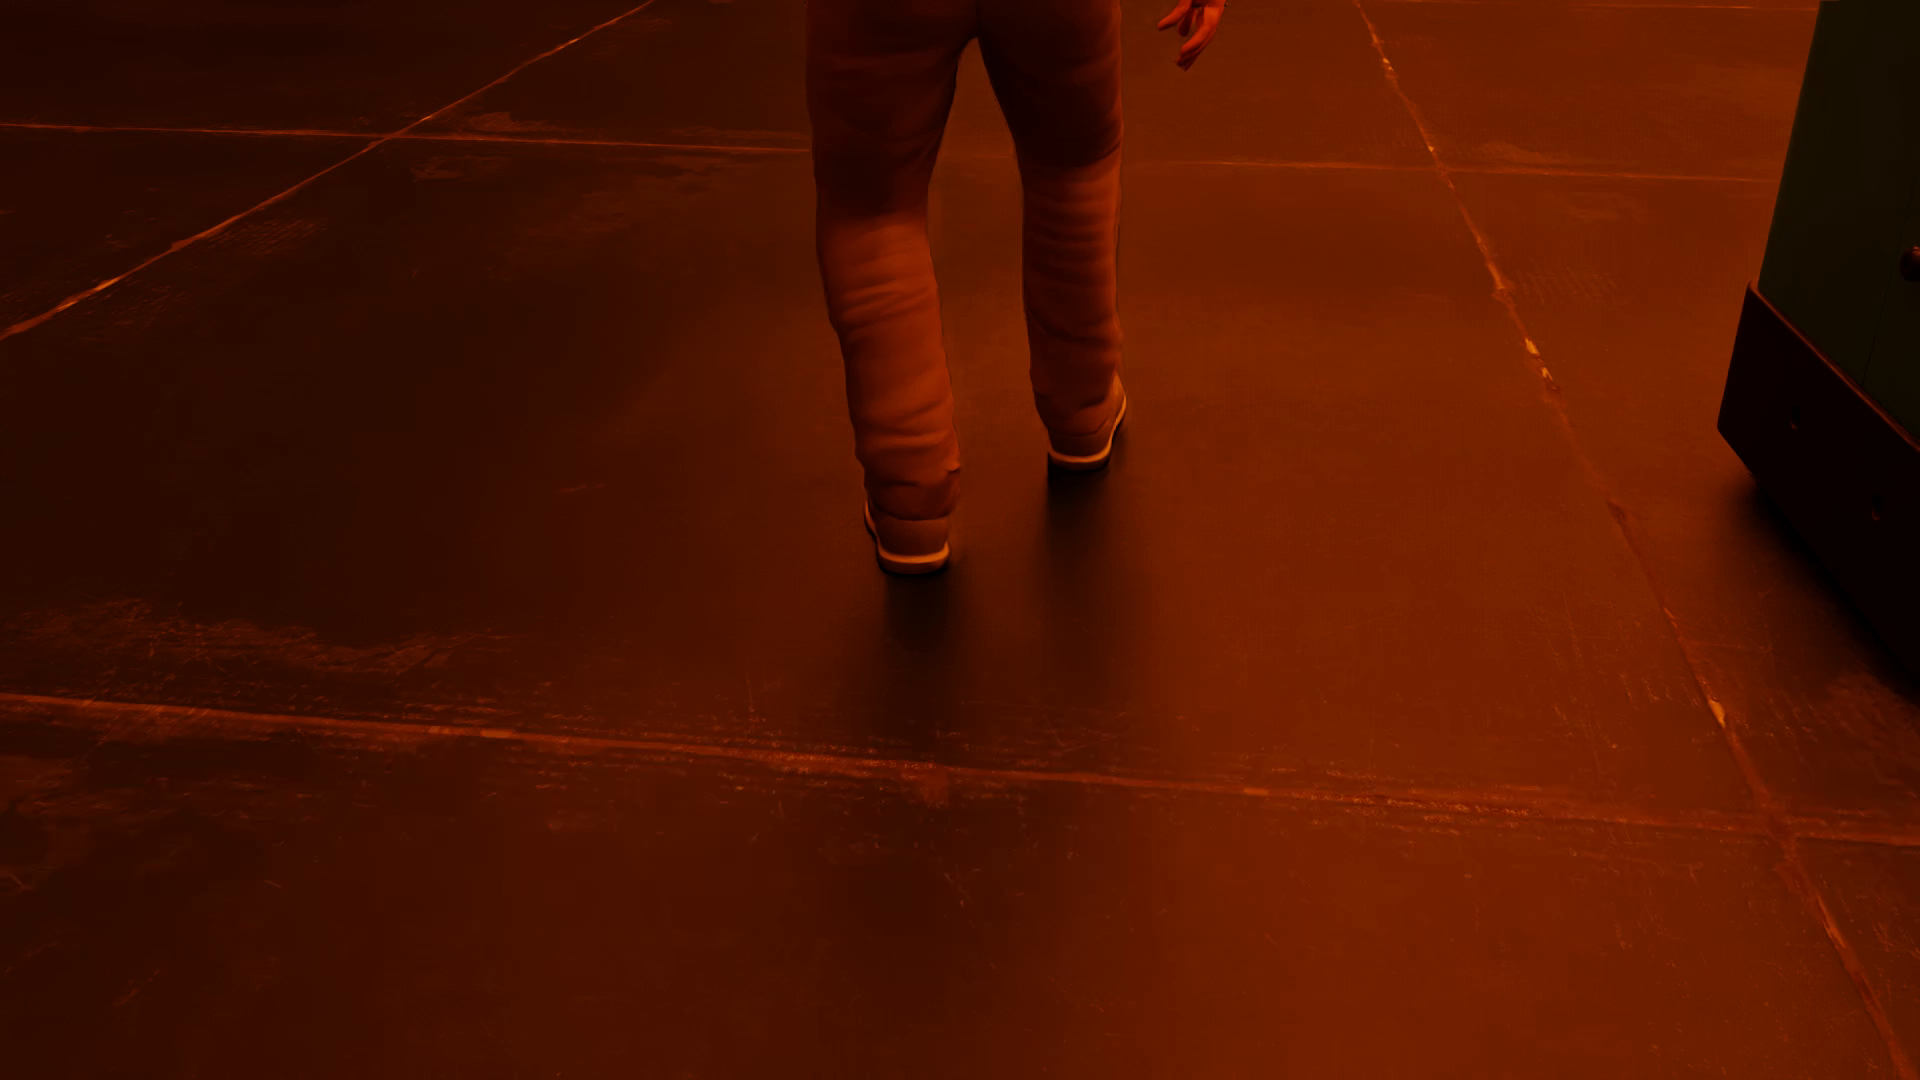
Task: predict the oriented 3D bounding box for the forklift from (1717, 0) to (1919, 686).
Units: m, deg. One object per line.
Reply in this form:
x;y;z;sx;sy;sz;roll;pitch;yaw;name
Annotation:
2.691;-1.165;1.552;3.031;2.935;1.130;3;27;5;forklift

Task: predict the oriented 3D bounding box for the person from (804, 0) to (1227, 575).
0.022;-0.839;2.308;0.667;1.681;0.663;-3;27;-7;person
